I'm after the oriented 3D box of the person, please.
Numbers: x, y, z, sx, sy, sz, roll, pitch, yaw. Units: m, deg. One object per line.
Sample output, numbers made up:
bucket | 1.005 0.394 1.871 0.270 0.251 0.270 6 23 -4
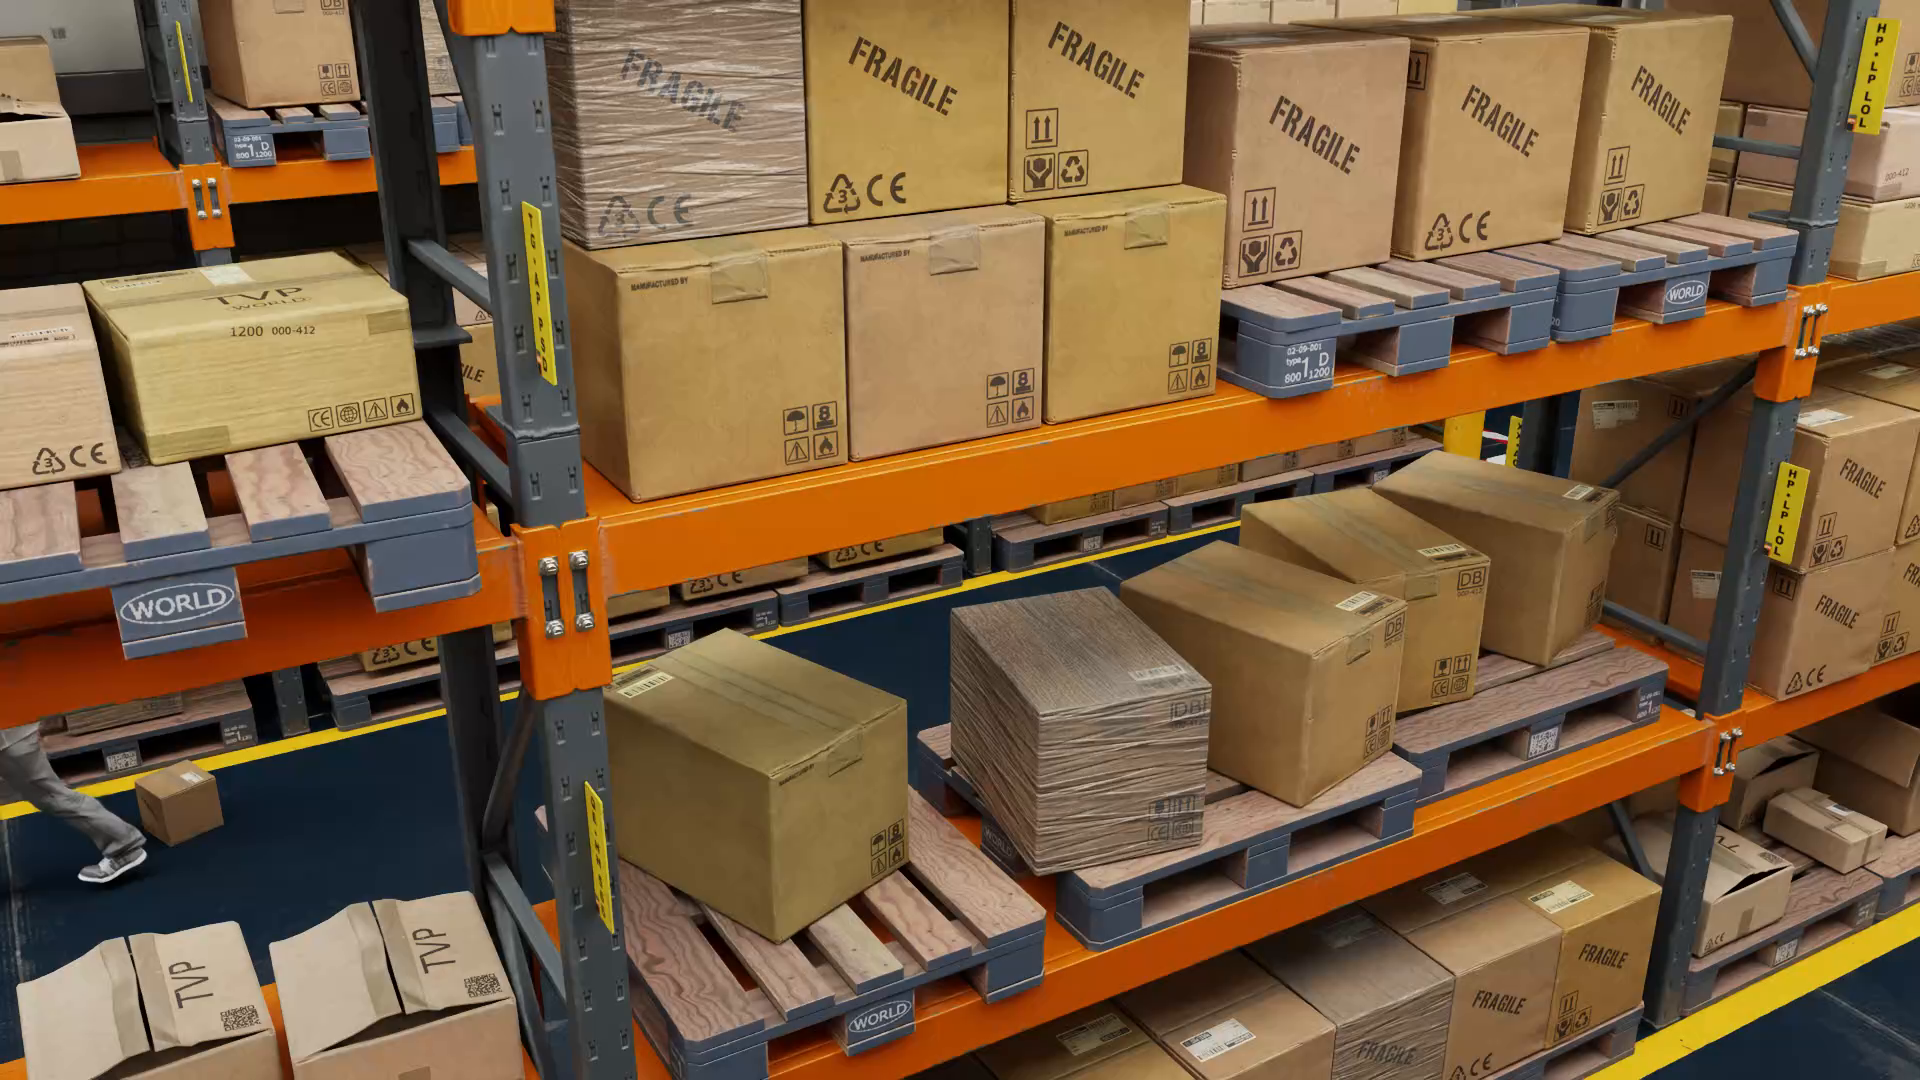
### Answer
person | -3.901 0.772 6.678 0.938 1.543 0.419 -13 25 -29
